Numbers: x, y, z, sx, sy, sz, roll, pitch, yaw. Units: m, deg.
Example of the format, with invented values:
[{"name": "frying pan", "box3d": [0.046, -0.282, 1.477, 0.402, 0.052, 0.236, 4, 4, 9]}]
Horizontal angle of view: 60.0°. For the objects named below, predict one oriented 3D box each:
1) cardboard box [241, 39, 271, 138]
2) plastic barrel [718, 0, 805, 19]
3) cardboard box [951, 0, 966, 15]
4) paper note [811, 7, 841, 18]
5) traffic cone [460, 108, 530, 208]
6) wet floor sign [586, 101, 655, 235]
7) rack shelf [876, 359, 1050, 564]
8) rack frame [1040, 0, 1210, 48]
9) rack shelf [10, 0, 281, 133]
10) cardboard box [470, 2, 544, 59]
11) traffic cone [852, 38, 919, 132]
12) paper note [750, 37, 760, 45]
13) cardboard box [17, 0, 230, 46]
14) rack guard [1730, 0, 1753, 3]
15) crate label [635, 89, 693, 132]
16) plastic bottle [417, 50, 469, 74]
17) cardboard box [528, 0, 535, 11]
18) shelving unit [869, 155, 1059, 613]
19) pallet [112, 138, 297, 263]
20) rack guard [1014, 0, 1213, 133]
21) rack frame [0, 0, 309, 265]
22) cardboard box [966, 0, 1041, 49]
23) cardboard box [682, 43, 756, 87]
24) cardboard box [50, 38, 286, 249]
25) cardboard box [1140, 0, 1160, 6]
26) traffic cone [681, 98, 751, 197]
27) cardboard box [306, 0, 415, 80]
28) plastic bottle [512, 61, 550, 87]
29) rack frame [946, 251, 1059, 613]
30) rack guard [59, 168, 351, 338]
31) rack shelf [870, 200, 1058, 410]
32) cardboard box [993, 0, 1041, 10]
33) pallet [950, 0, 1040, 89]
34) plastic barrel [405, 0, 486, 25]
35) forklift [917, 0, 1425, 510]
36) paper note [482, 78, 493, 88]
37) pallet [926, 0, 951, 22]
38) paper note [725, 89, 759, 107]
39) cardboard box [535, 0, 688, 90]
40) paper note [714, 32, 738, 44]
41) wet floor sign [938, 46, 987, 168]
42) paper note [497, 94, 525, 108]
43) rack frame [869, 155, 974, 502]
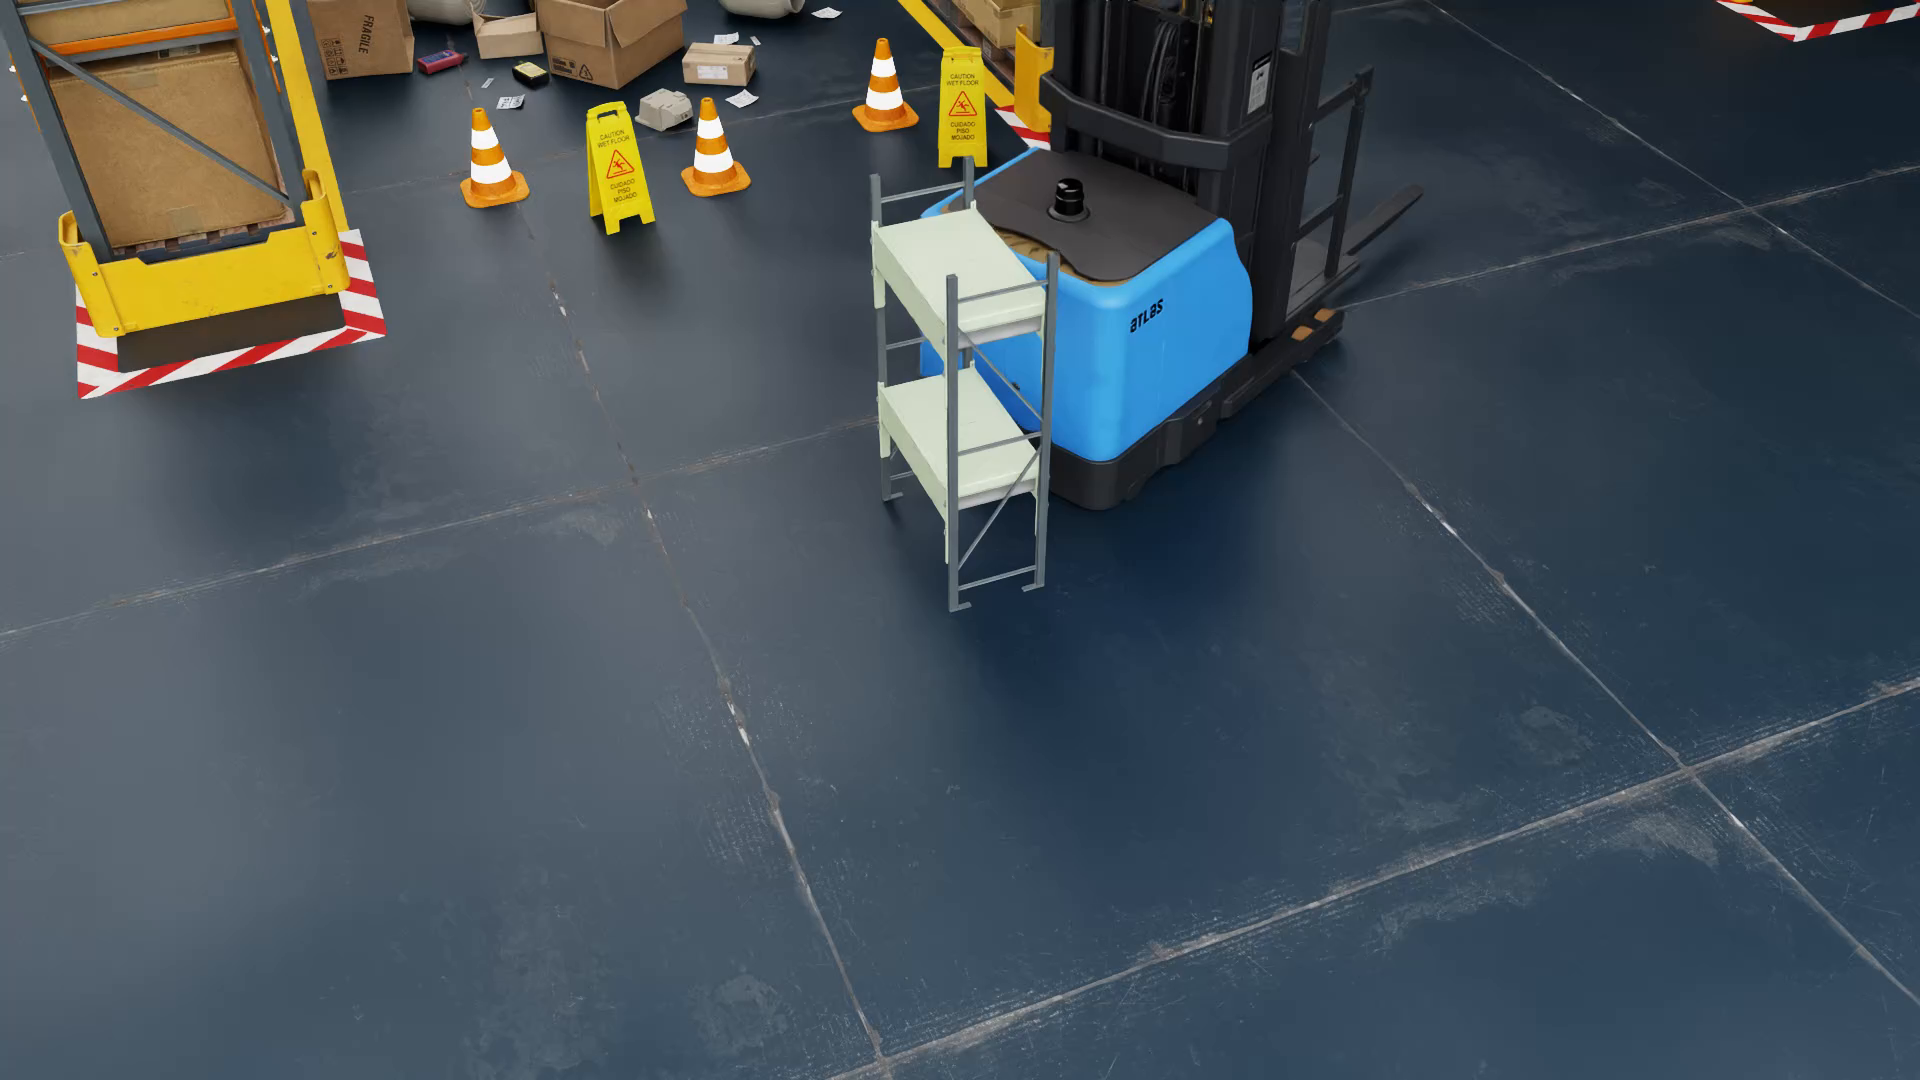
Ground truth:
[{"name": "cardboard box", "box3d": [-4.266, -2.619, 8.802, 0.875, 0.875, 0.875, -16, 43, -18]}, {"name": "plastic barrel", "box3d": [-1.261, -3.529, 10.529, 0.512, 0.421, 0.421, 12, 42, 13]}, {"name": "cardboard box", "box3d": [0.179, -3.490, 10.295, 0.500, 0.250, 0.500, -15, 43, -17]}, {"name": "paper note", "box3d": [-0.852, -3.382, 10.659, 0.142, 0.019, 0.148, -31, 49, -31]}, {"name": "traffic cone", "box3d": [-2.498, -2.056, 8.786, 0.336, 0.463, 0.334, -15, 43, -17]}, {"name": "wet floor sign", "box3d": [-1.767, -1.928, 8.497, 0.267, 0.644, 0.232, -23, 46, -24]}, {"name": "rack shelf", "box3d": [0.003, -0.317, 6.469, 0.431, 0.370, 0.720, -15, 43, -17]}, {"name": "rack frame", "box3d": [0.928, -3.639, 8.682, 1.000, 3.000, 0.127, -15, 43, -17]}, {"name": "rack shelf", "box3d": [-4.372, -3.276, 8.810, 1.077, 0.370, 4.000, -15, 43, -17]}, {"name": "cardboard box", "box3d": [-2.778, -3.141, 10.199, 0.396, 0.266, 0.258, -8, 41, -9]}, {"name": "traffic cone", "box3d": [-0.429, -2.615, 9.436, 0.336, 0.463, 0.334, -15, 43, -17]}, {"name": "paper note", "box3d": [-1.275, -3.111, 10.360, 0.032, 0.001, 0.123, -15, 43, -17]}, {"name": "cardboard box", "box3d": [-3.791, -2.613, 7.373, 0.875, 0.550, 0.550, -15, 43, -17]}, {"name": "rack guard", "box3d": [5.521, -3.918, 10.922, 1.175, 0.500, 0.348, -15, 43, -17]}, {"name": "crate label", "box3d": [-1.682, -2.468, 9.515, 0.298, 0.136, 0.250, 27, 47, 27]}, {"name": "plastic bottle", "box3d": [-3.134, -2.910, 10.087, 0.283, 0.061, 0.133, -31, 49, -31]}, {"name": "cardboard box", "box3d": [-2.449, -3.732, 10.600, 0.797, 0.637, 0.503, -15, 43, -17]}, {"name": "shelving unit", "box3d": [0.003, -0.565, 6.256, 0.431, 1.500, 0.755, -15, 43, -17]}, {"name": "pallet", "box3d": [-3.985, -1.748, 8.621, 1.003, 0.211, 1.213, -15, 43, -17]}, {"name": "rack guard", "box3d": [0.899, -2.737, 9.550, 1.175, 0.500, 0.348, -15, 43, -17]}, {"name": "rack frame", "box3d": [-3.607, -2.344, 7.175, 1.000, 3.000, 0.127, -15, 43, -17]}, {"name": "cardboard box", "box3d": [0.361, -3.190, 9.946, 0.500, 0.250, 0.500, -15, 43, -17]}, {"name": "cardboard box", "box3d": [-1.440, -2.844, 9.943, 0.380, 0.149, 0.250, 5, 41, 6]}, {"name": "cardboard box", "box3d": [-3.928, -2.089, 8.187, 0.875, 0.875, 0.875, -15, 43, -17]}, {"name": "cardboard box", "box3d": [0.874, -3.311, 10.087, 0.500, 0.250, 0.500, -15, 43, -17]}, {"name": "traffic cone", "box3d": [-1.324, -2.133, 8.876, 0.336, 0.463, 0.334, -15, 43, -17]}, {"name": "cardboard box", "box3d": [-3.595, -3.127, 10.001, 0.500, 0.500, 0.500, -8, 41, -9]}, {"name": "plastic bottle", "box3d": [-2.589, -2.799, 9.958, 0.133, 0.061, 0.283, -31, 49, -31]}, {"name": "rack frame", "box3d": [0.143, -0.344, 6.000, 0.400, 1.500, 0.023, -15, 43, -17]}, {"name": "rack guard", "box3d": [-3.598, -1.381, 7.973, 1.175, 0.500, 0.348, -15, 43, -17]}, {"name": "rack shelf", "box3d": [0.003, -0.861, 6.002, 0.431, 0.370, 0.720, -15, 43, -17]}, {"name": "cardboard box", "box3d": [0.380, -3.458, 9.682, 0.500, 0.500, 0.500, -15, 43, -17]}, {"name": "pallet", "box3d": [0.620, -3.126, 10.223, 1.003, 0.211, 1.213, -15, 43, -17]}, {"name": "plastic barrel", "box3d": [-3.286, -3.476, 10.467, 0.512, 0.421, 0.421, 12, 42, 13]}, {"name": "forklift", "box3d": [1.147, -2.125, 6.973, 1.130, 2.935, 3.031, 29, 48, 29]}, {"name": "paper note", "box3d": [-2.815, -2.723, 9.909, 0.032, 0.001, 0.123, 5, 41, 6]}, {"name": "pallet", "box3d": [0.157, -3.860, 11.077, 1.003, 0.211, 1.213, -15, 43, -17]}, {"name": "paper note", "box3d": [-1.273, -2.587, 9.734, 0.148, 0.019, 0.142, -31, 49, -31]}, {"name": "cardboard box", "box3d": [-2.084, -3.119, 9.992, 0.637, 0.503, 0.797, 19, 44, 20]}, {"name": "paper note", "box3d": [-1.460, -3.131, 10.377, 0.148, 0.019, 0.142, -2, 41, -2]}, {"name": "wet floor sign", "box3d": [0.012, -2.365, 9.006, 0.267, 0.644, 0.232, -2, 41, -2]}, {"name": "paper note", "box3d": [-2.622, -2.560, 9.705, 0.144, 0.017, 0.142, -2, 41, -2]}, {"name": "rack frame", "box3d": [-0.137, -0.785, 6.513, 0.400, 1.500, 0.023, -15, 43, -17]}]
